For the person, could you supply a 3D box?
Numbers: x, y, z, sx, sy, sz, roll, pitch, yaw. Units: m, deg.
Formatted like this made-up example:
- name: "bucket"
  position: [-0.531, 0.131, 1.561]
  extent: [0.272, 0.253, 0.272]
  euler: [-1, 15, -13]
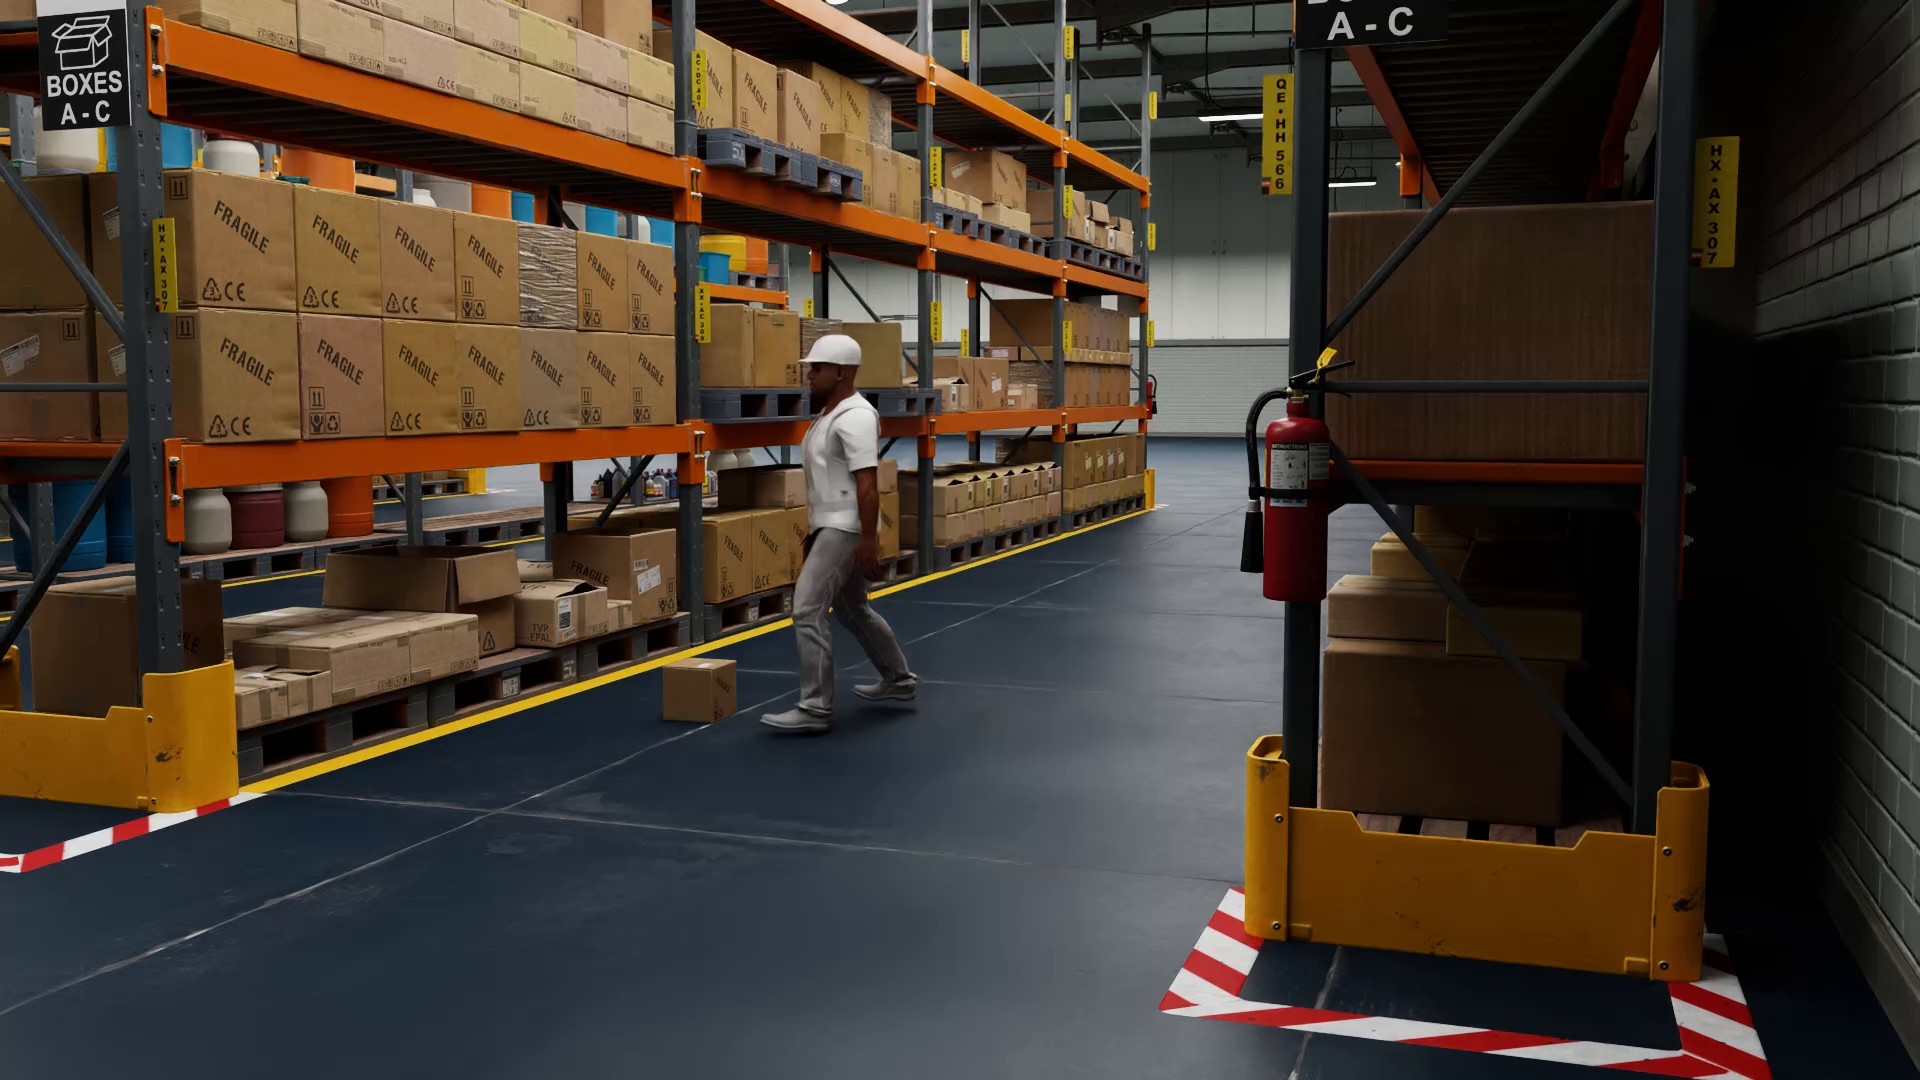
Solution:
- name: "person"
  position: [-0.547, -0.049, 7.474]
  extent: [0.788, 1.732, 0.668]
  euler: [-1, 5, -14]
